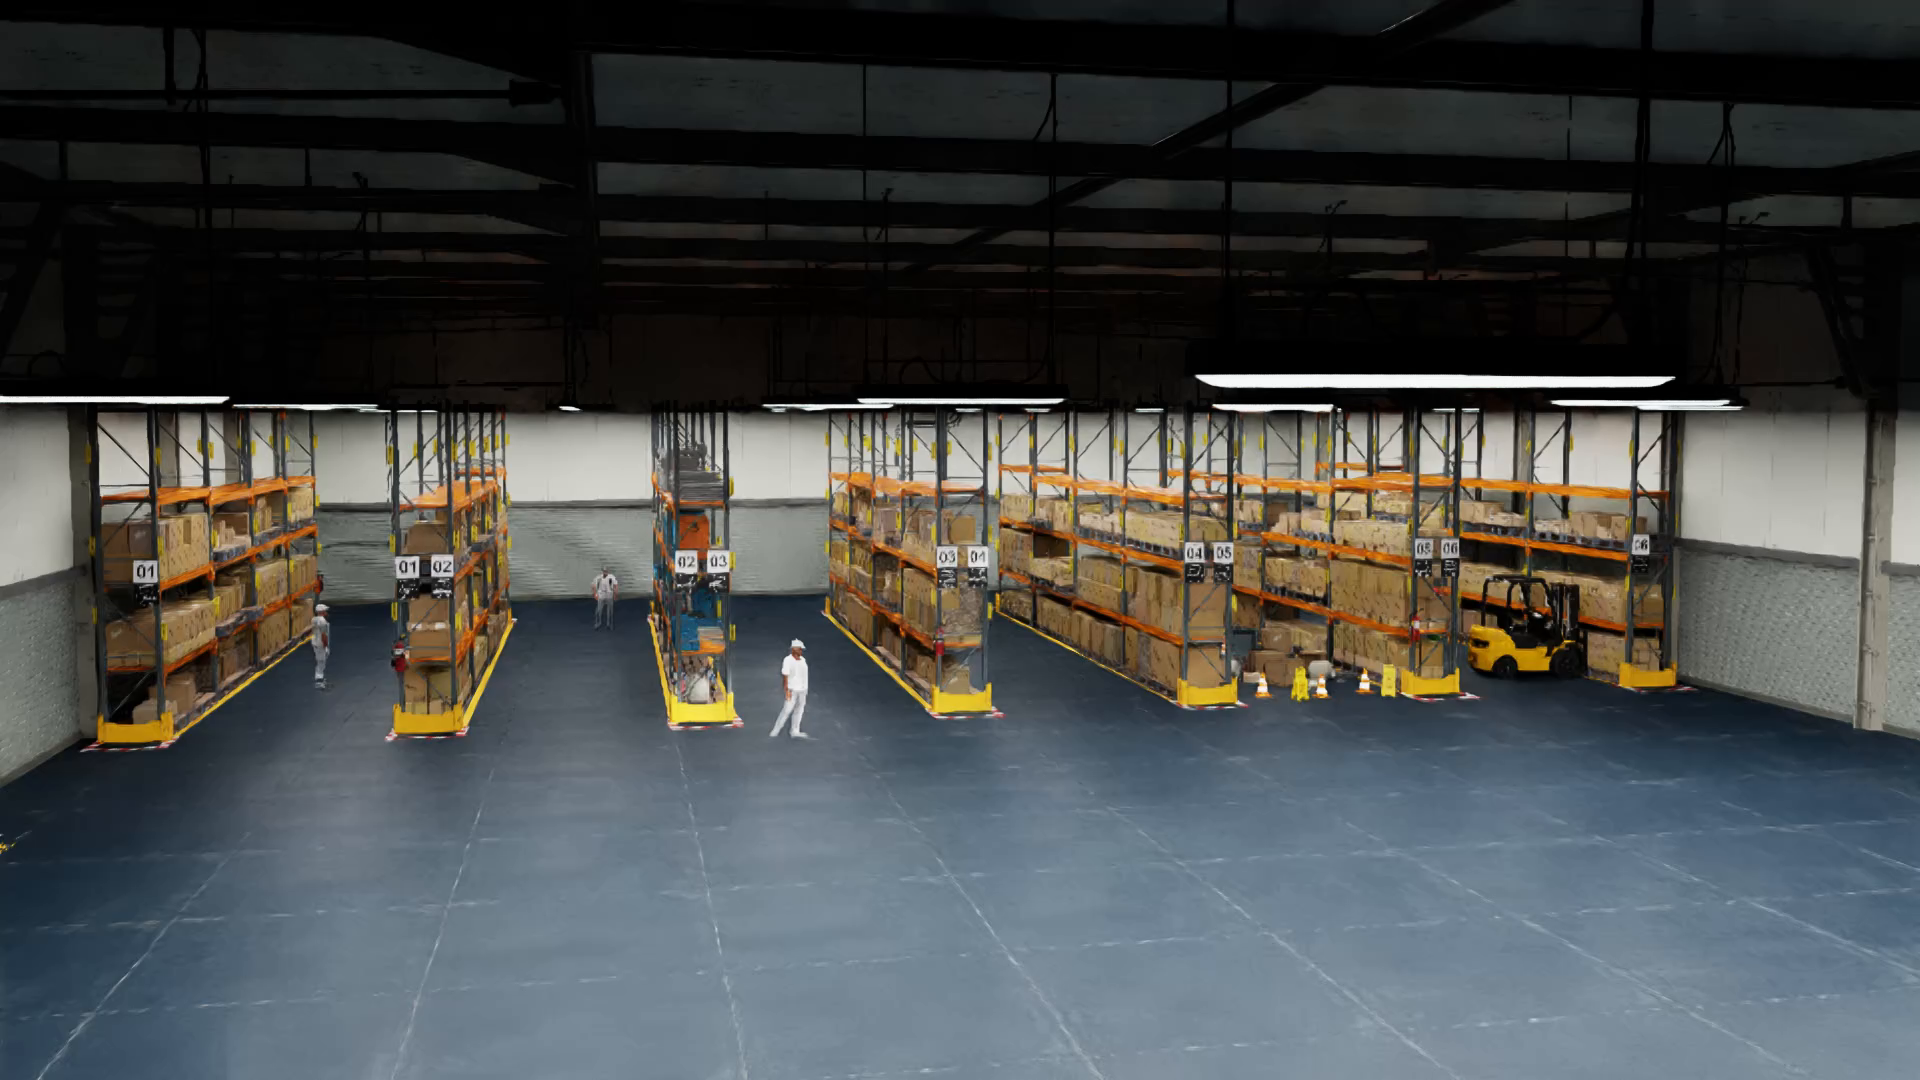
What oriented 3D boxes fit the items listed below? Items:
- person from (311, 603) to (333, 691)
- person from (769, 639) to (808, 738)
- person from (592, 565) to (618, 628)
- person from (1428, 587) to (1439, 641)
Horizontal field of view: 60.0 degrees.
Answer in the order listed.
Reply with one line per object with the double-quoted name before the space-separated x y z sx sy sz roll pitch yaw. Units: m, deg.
"person" -13.222 2.206 34.547 0.468 1.794 0.618 -4 6 -39
"person" -3.017 2.632 29.384 0.520 1.758 0.742 3 5 36
"person" -9.512 1.513 44.577 0.682 1.715 0.536 -1 4 -14
"person" 10.737 1.961 37.879 0.489 1.787 0.608 1 5 18
